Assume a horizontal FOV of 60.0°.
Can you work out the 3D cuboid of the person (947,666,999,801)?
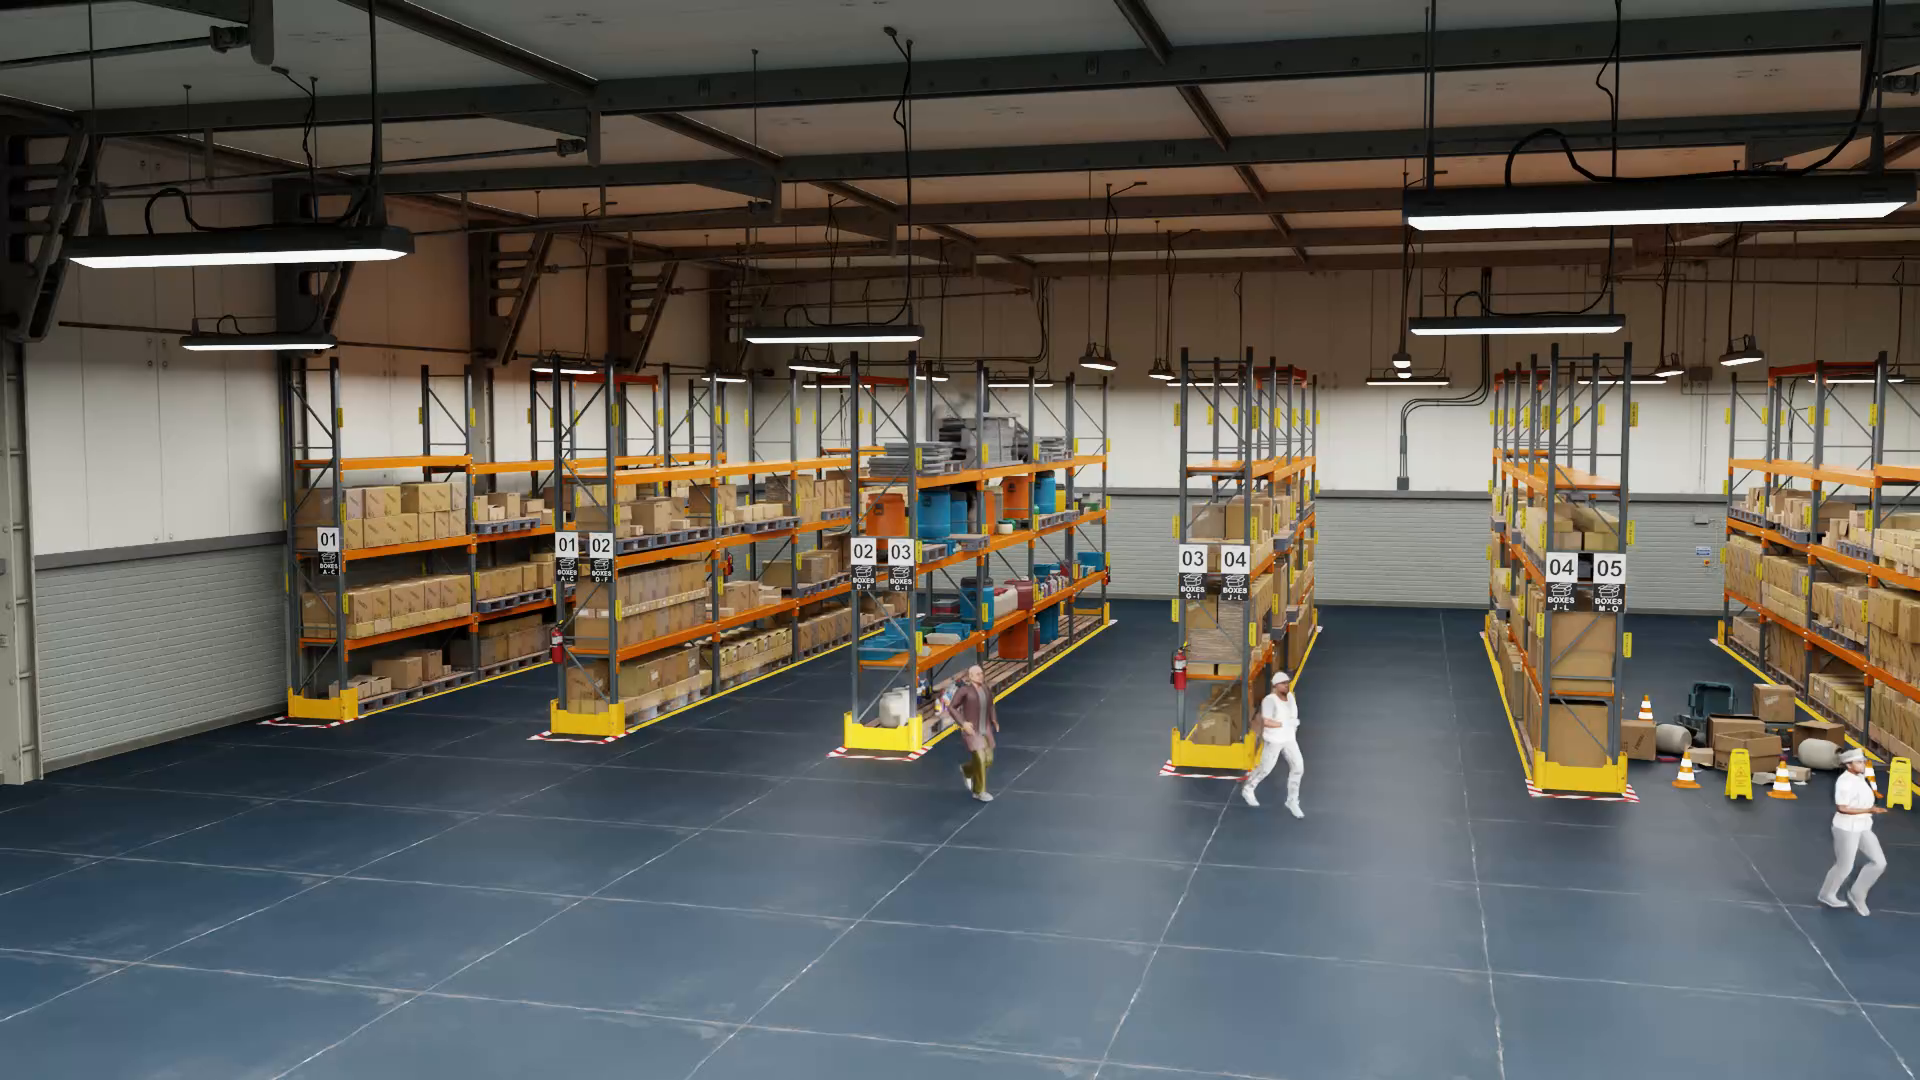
[{"bbox_3d":[0.173,2.520,21.860,0.734,1.746,0.756,-3,5,-39],"label":"person"}]

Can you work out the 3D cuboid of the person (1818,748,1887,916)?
[{"bbox_3d":[9.020,2.938,16.741,0.559,1.727,0.677,-3,5,-31],"label":"person"}]

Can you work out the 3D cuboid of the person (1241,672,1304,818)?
[{"bbox_3d":[4.016,2.568,21.063,0.696,1.831,0.925,-3,5,-34],"label":"person"}]
